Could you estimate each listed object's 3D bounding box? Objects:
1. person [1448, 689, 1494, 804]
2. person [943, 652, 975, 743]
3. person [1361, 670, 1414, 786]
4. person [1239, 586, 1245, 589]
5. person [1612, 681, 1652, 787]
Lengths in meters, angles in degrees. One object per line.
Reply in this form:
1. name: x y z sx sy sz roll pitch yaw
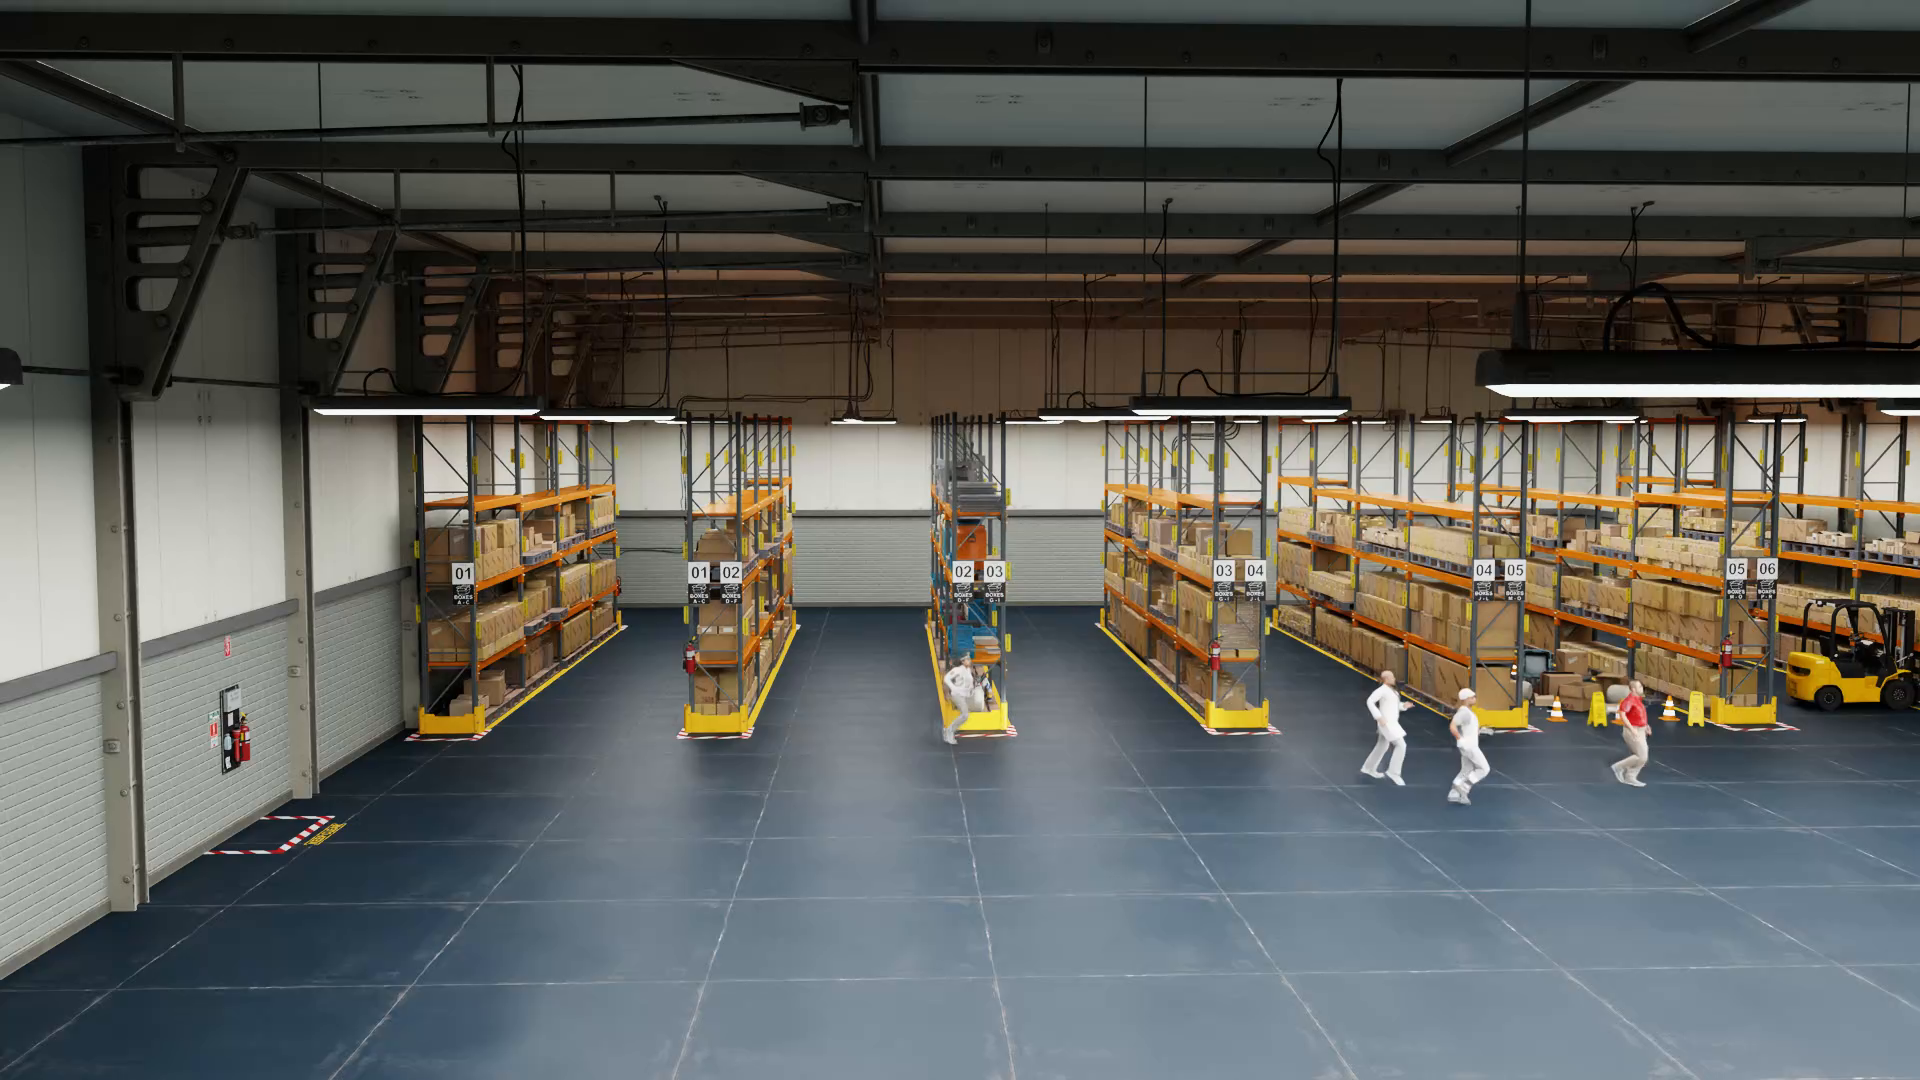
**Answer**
1. person: 7.720 3.114 25.109 0.643 1.740 0.639 1 4 16
2. person: 0.030 2.845 30.118 0.545 1.638 0.601 2 5 33
3. person: 6.869 3.019 26.734 0.835 1.849 0.669 1 4 20
4. person: 8.353 1.675 48.601 0.562 1.522 0.607 -2 5 -31
5. person: 10.710 3.080 26.498 0.548 1.690 0.658 3 5 34
